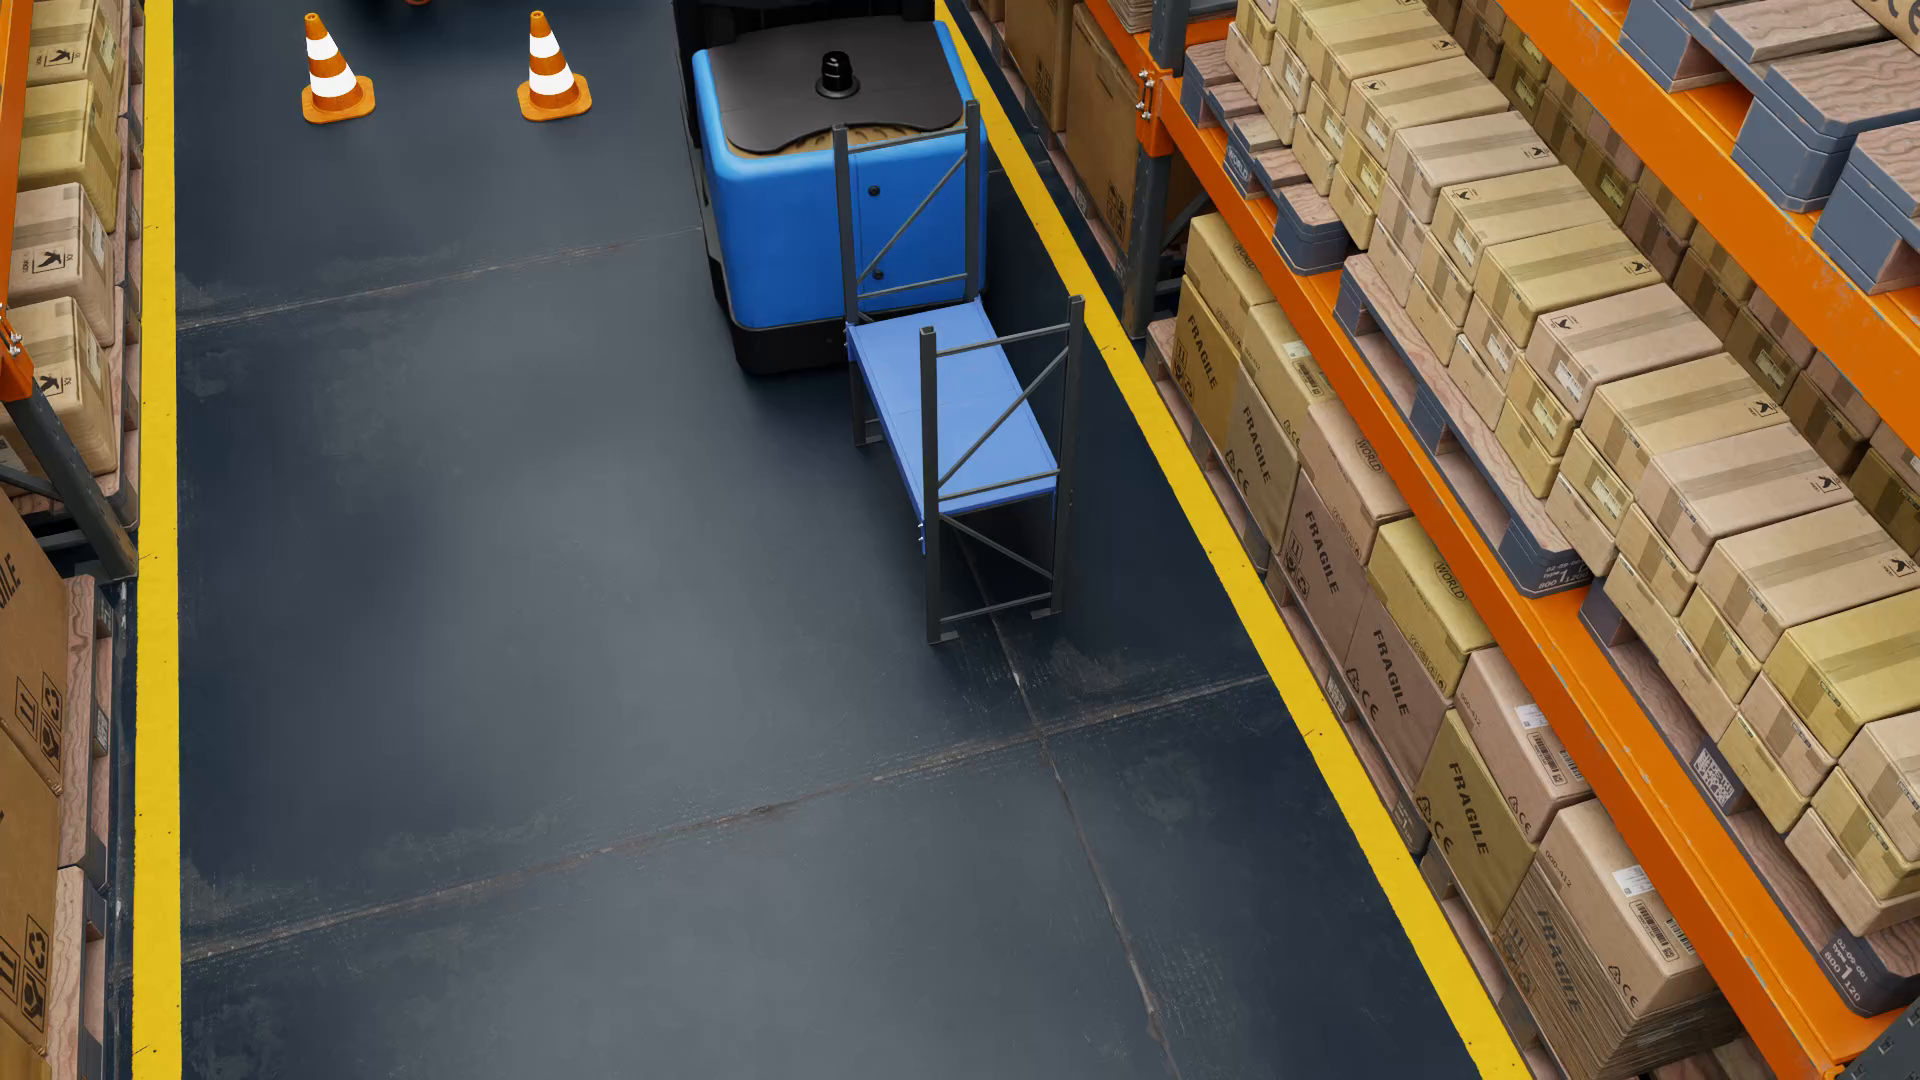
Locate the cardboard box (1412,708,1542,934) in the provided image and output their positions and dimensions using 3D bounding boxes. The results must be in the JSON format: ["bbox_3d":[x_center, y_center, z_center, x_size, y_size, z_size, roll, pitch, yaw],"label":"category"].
[{"bbox_3d":[1.747,0.782,4.989,0.500,0.500,0.500,-14,51,-12],"label":"cardboard box"}]

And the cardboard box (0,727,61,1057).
[{"bbox_3d":[-3.140,0.967,4.588,0.875,0.875,0.875,-13,51,-11],"label":"cardboard box"}]

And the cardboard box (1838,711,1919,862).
[{"bbox_3d":[2.052,0.475,3.388,0.380,0.149,0.250,-11,51,-9],"label":"cardboard box"}]

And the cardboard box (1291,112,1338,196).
[{"bbox_3d":[1.274,-1.241,5.224,0.380,0.149,0.250,-11,51,-9],"label":"cardboard box"}]

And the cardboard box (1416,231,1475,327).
[{"bbox_3d":[1.508,-0.763,4.627,0.380,0.149,0.250,-14,51,-11],"label":"cardboard box"}]

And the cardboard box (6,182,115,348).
[{"bbox_3d":[-3.908,-0.999,6.574,0.950,0.372,0.625,-14,51,-12],"label":"cardboard box"}]

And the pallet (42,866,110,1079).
[{"bbox_3d":[-3.006,1.623,4.744,1.003,0.211,1.213,-13,51,-11],"label":"pallet"}]

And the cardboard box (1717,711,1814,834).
[{"bbox_3d":[1.973,0.481,3.773,0.380,0.149,0.250,-13,51,-11],"label":"cardboard box"}]

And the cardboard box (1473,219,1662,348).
[{"bbox_3d":[1.587,-0.674,4.357,0.380,0.149,0.250,-14,51,-11],"label":"cardboard box"}]

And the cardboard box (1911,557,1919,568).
[{"bbox_3d":[2.523,0.139,4.060,0.380,0.149,0.250,-13,51,-11],"label":"cardboard box"}]

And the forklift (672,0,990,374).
[{"bbox_3d":[-0.699,-2.768,6.666,1.130,2.935,3.031,-10,51,-8],"label":"forklift"}]

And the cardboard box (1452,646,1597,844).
[{"bbox_3d":[1.756,0.533,4.708,0.500,0.250,0.500,-11,51,-9],"label":"cardboard box"}]

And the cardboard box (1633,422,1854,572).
[{"bbox_3d":[1.820,-0.102,3.875,0.380,0.149,0.250,-13,51,-11],"label":"cardboard box"}]

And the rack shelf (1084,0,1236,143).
[{"bbox_3d":[0.583,-3.180,7.440,1.077,0.370,4.000,-13,51,-11],"label":"rack shelf"}]

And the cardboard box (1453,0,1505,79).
[{"bbox_3d":[1.836,-1.649,5.374,0.380,0.149,0.250,-12,51,-10],"label":"cardboard box"}]

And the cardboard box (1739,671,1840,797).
[{"bbox_3d":[1.972,0.382,3.662,0.380,0.149,0.250,-13,51,-11],"label":"cardboard box"}]

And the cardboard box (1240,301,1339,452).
[{"bbox_3d":[1.297,-0.594,5.659,0.500,0.250,0.500,-14,51,-11],"label":"cardboard box"}]

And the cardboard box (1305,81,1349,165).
[{"bbox_3d":[1.290,-1.312,5.089,0.380,0.149,0.250,-15,51,-12],"label":"cardboard box"}]

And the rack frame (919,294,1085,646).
[{"bbox_3d":[0.125,-0.174,5.416,0.500,1.500,0.032,-13,51,-11],"label":"rack frame"}]

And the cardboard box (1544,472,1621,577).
[{"bbox_3d":[1.740,-0.087,4.251,0.380,0.149,0.250,-15,52,-13],"label":"cardboard box"}]

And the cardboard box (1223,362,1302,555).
[{"bbox_3d":[1.292,-0.340,5.935,0.500,0.500,0.500,-13,51,-11],"label":"cardboard box"}]

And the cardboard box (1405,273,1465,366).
[{"bbox_3d":[1.508,-0.666,4.739,0.380,0.149,0.250,-13,51,-10],"label":"cardboard box"}]

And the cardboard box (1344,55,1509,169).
[{"bbox_3d":[1.354,-1.247,4.840,0.380,0.149,0.250,-15,52,-12],"label":"cardboard box"}]

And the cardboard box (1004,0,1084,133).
[{"bbox_3d":[0.819,-2.465,7.563,1.050,0.750,0.750,-13,51,-10],"label":"cardboard box"}]

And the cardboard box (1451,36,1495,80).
[{"bbox_3d":[1.831,-1.568,5.499,0.380,0.149,0.250,-13,51,-11],"label":"cardboard box"}]

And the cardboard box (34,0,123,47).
[{"bbox_3d":[-4.550,-2.586,7.912,0.950,0.372,0.625,-13,51,-11],"label":"cardboard box"}]

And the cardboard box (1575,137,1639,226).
[{"bbox_3d":[2.061,-1.093,4.904,0.380,0.149,0.250,-14,51,-11],"label":"cardboard box"}]

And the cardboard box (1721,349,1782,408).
[{"bbox_3d":[2.289,-0.429,4.539,0.380,0.149,0.250,-14,51,-12],"label":"cardboard box"}]

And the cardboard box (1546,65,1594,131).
[{"bbox_3d":[1.990,-1.374,4.947,0.380,0.149,0.250,-12,51,-10],"label":"cardboard box"}]

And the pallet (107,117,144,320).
[{"bbox_3d":[-4.111,-1.320,7.225,1.003,0.211,1.213,-13,51,-11],"label":"pallet"}]

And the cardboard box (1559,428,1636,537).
[{"bbox_3d":[1.741,-0.189,4.143,0.380,0.149,0.250,-16,52,-13],"label":"cardboard box"}]

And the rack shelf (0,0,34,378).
[{"bbox_3d":[-4.116,-1.987,6.434,1.077,0.370,4.000,-13,51,-11],"label":"rack shelf"}]

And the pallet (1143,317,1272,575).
[{"bbox_3d":[1.404,-0.482,6.518,1.003,0.211,1.213,-13,51,-11],"label":"pallet"}]

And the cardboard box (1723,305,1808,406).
[{"bbox_3d":[2.288,-0.529,4.429,0.380,0.149,0.250,-14,51,-12],"label":"cardboard box"}]

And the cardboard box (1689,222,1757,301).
[{"bbox_3d":[2.214,-0.808,4.470,0.380,0.149,0.250,-12,51,-10],"label":"cardboard box"}]

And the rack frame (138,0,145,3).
[{"bbox_3d":[-4.707,-3.680,7.390,1.000,3.000,0.127,-13,51,-11],"label":"rack frame"}]

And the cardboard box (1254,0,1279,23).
[{"bbox_3d":[1.127,-1.813,5.317,0.380,0.149,0.250,-13,51,-11],"label":"cardboard box"}]

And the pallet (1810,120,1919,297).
[{"bbox_3d":[2.277,-0.411,2.796,1.213,0.211,1.003,-13,51,-11],"label":"pallet"}]

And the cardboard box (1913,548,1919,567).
[{"bbox_3d":[2.525,0.051,3.940,0.380,0.149,0.250,-12,51,-10],"label":"cardboard box"}]

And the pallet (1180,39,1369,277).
[{"bbox_3d":[1.487,-1.393,5.588,1.213,0.211,1.003,-13,51,-11],"label":"pallet"}]

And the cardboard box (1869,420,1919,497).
[{"bbox_3d":[2.447,-0.241,3.992,0.380,0.149,0.250,-14,51,-11],"label":"cardboard box"}]

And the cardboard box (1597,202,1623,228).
[{"bbox_3d":[2.059,-1.001,5.022,0.380,0.149,0.250,-15,52,-13],"label":"cardboard box"}]

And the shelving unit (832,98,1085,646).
[{"bbox_3d":[-0.025,-0.546,5.729,0.538,1.500,1.048,-13,51,-11],"label":"shelving unit"}]
